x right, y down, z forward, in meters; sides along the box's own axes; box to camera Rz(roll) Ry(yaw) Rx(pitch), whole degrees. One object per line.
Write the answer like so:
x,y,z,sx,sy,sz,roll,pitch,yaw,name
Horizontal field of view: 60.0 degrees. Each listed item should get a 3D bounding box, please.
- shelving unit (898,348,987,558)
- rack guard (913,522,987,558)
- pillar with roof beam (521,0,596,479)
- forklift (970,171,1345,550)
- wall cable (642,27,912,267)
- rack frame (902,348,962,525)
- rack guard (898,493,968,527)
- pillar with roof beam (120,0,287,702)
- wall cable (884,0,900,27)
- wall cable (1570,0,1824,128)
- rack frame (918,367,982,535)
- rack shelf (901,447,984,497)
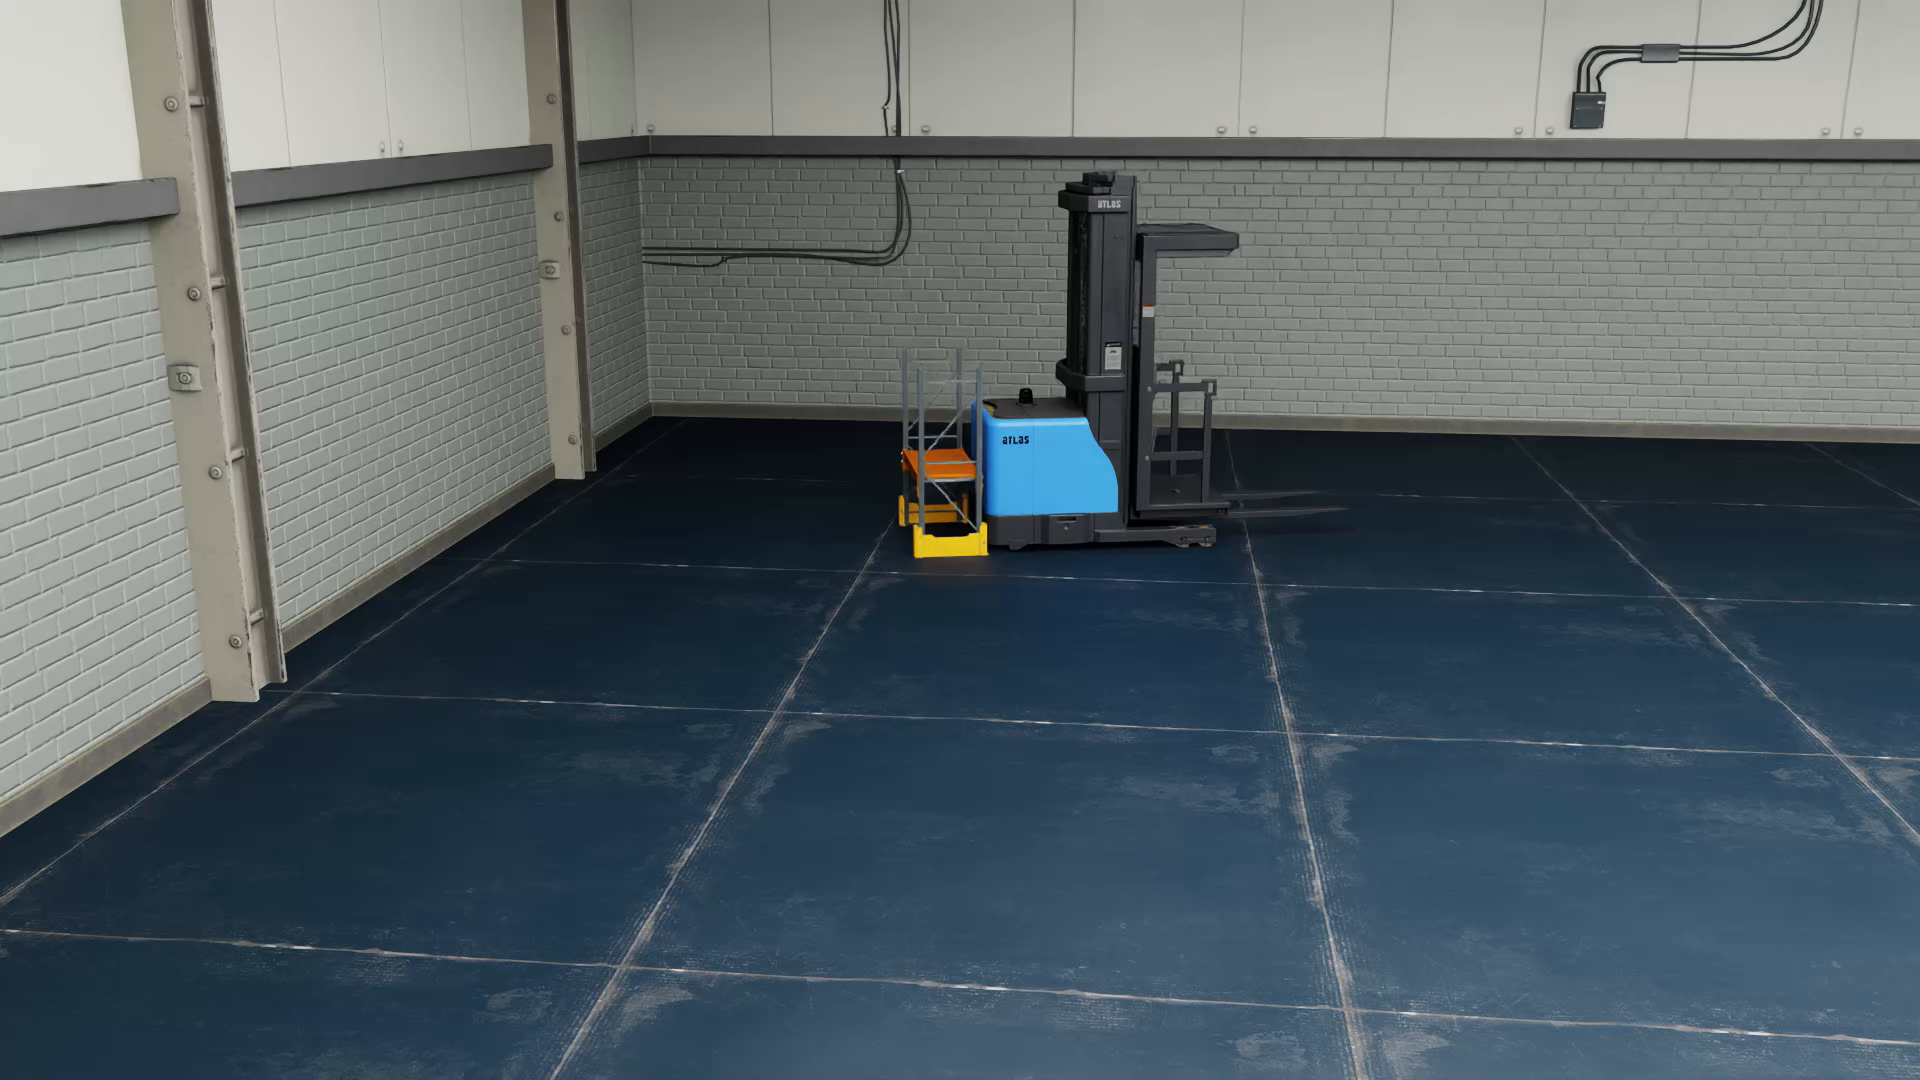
-0.153,-0.731,13.491,0.587,1.500,1.083,-2,15,-8,shelving unit
-0.078,0.001,13.179,0.587,0.250,0.087,-2,15,-8,rack guard
0.567,-4.850,14.359,9.100,9.000,0.400,2,15,6,pillar with roof beam
1.640,-1.489,13.552,3.031,2.935,1.130,-2,15,-8,forklift
-2.064,-4.203,17.915,3.097,2.526,0.112,2,15,6,wall cable
-0.231,-0.864,13.985,0.500,1.500,0.032,-2,15,-8,rack frame
-0.229,-0.256,14.130,0.587,0.250,0.087,-2,15,-8,rack guard
-0.110,-3.294,8.604,9.100,9.000,0.400,2,15,6,pillar with roof beam
0.624,-6.561,16.961,3.097,2.526,0.112,2,15,6,wall cable
7.367,-7.060,16.017,2.305,6.003,0.169,2,15,6,wall cable
-0.077,-0.602,13.015,0.500,1.500,0.032,-2,15,-8,rack frame
-0.154,-0.560,13.547,0.538,0.185,1.000,-2,15,-8,rack shelf
